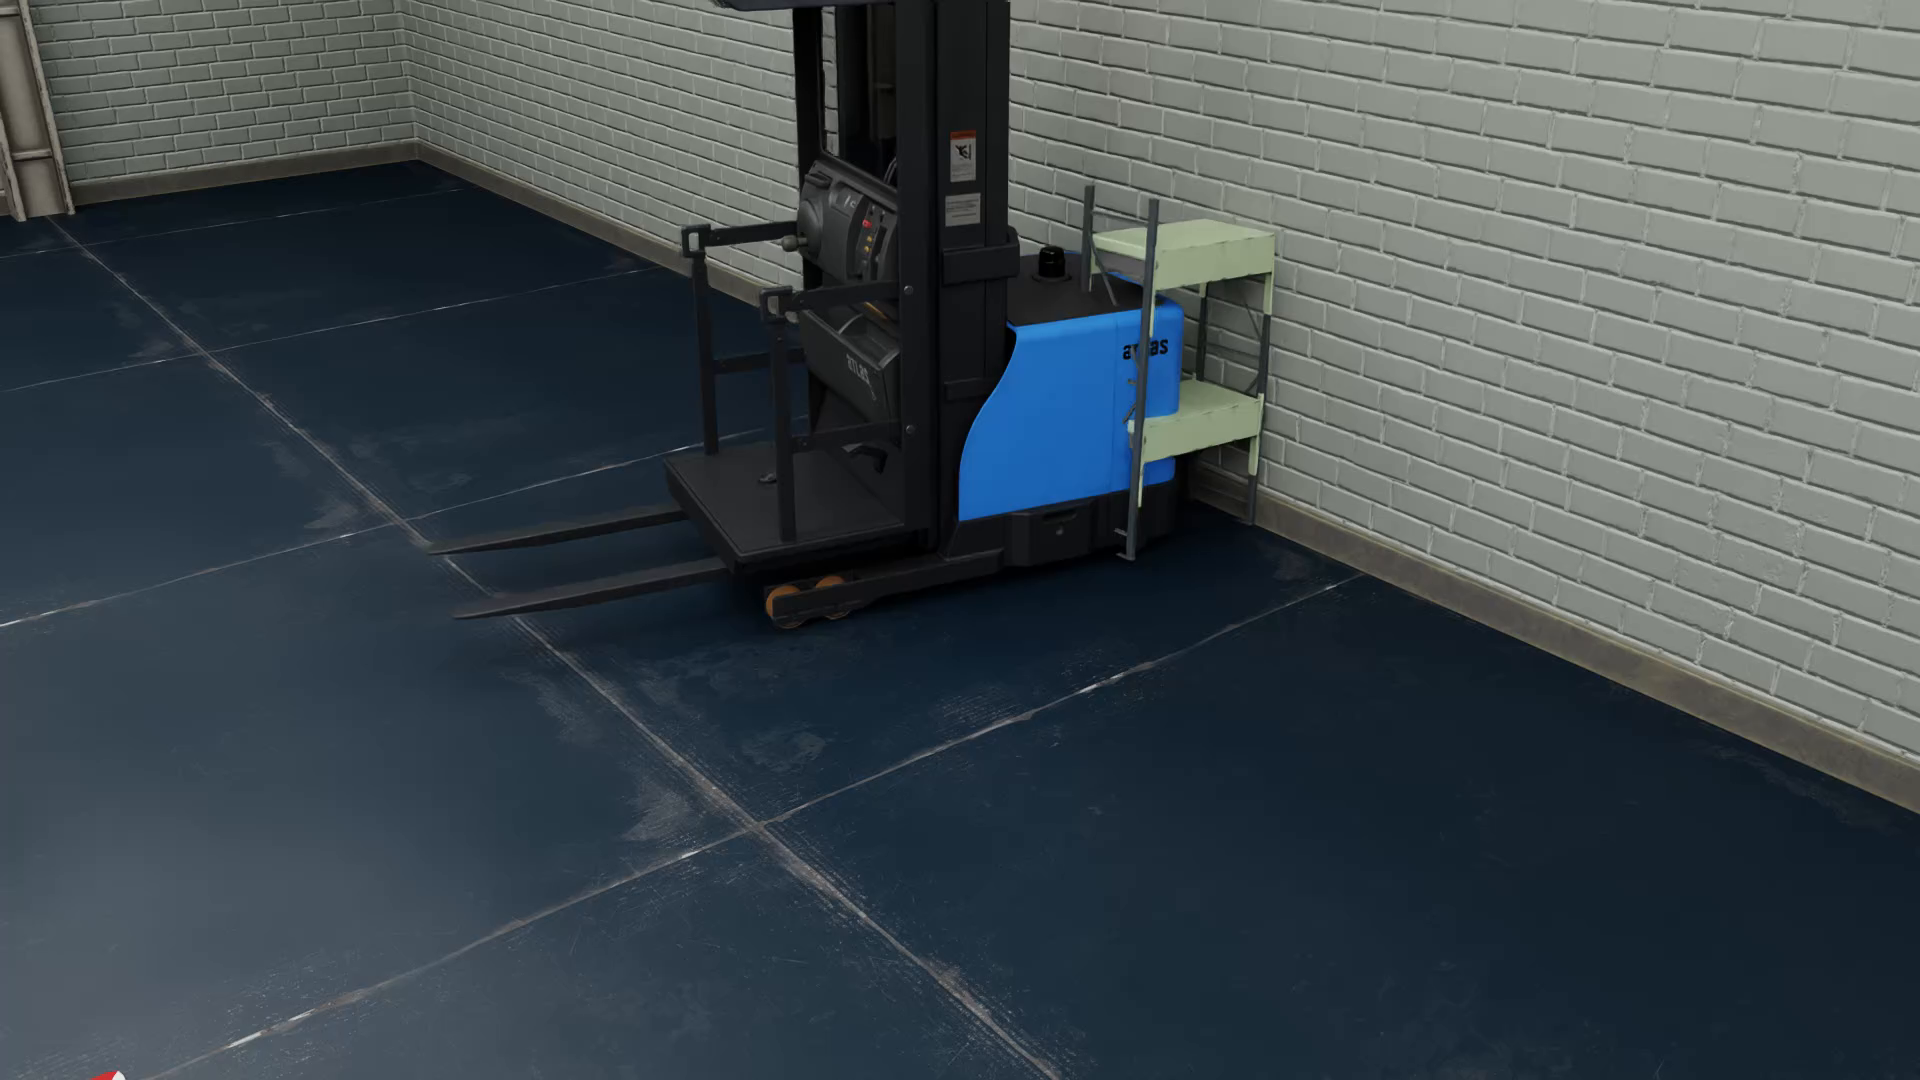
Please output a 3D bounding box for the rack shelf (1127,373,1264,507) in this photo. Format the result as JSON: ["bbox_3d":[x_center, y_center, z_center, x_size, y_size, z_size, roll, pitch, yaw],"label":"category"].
[{"bbox_3d":[0.895,-0.443,7.157,0.720,0.370,0.431,-15,26,-36],"label":"rack shelf"}]

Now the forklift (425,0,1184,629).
[{"bbox_3d":[-0.628,-1.236,6.431,3.031,2.935,1.130,-11,27,-22],"label":"forklift"}]

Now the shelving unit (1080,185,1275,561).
[{"bbox_3d":[0.904,-0.747,7.039,0.755,1.500,0.431,-15,26,-36],"label":"shelving unit"}]

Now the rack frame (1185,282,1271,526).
[{"bbox_3d":[1.189,-0.822,7.255,0.023,1.500,0.400,-15,26,-36],"label":"rack frame"}]

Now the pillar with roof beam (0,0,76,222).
[{"bbox_3d":[-4.270,-5.121,7.594,0.400,9.000,9.100,-18,31,-34],"label":"pillar with roof beam"}]

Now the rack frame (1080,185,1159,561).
[{"bbox_3d":[0.618,-0.671,6.824,0.023,1.500,0.400,-15,26,-36],"label":"rack frame"}]

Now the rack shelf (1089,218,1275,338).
[{"bbox_3d":[0.913,-1.111,6.899,0.720,0.370,0.431,-15,26,-36],"label":"rack shelf"}]
